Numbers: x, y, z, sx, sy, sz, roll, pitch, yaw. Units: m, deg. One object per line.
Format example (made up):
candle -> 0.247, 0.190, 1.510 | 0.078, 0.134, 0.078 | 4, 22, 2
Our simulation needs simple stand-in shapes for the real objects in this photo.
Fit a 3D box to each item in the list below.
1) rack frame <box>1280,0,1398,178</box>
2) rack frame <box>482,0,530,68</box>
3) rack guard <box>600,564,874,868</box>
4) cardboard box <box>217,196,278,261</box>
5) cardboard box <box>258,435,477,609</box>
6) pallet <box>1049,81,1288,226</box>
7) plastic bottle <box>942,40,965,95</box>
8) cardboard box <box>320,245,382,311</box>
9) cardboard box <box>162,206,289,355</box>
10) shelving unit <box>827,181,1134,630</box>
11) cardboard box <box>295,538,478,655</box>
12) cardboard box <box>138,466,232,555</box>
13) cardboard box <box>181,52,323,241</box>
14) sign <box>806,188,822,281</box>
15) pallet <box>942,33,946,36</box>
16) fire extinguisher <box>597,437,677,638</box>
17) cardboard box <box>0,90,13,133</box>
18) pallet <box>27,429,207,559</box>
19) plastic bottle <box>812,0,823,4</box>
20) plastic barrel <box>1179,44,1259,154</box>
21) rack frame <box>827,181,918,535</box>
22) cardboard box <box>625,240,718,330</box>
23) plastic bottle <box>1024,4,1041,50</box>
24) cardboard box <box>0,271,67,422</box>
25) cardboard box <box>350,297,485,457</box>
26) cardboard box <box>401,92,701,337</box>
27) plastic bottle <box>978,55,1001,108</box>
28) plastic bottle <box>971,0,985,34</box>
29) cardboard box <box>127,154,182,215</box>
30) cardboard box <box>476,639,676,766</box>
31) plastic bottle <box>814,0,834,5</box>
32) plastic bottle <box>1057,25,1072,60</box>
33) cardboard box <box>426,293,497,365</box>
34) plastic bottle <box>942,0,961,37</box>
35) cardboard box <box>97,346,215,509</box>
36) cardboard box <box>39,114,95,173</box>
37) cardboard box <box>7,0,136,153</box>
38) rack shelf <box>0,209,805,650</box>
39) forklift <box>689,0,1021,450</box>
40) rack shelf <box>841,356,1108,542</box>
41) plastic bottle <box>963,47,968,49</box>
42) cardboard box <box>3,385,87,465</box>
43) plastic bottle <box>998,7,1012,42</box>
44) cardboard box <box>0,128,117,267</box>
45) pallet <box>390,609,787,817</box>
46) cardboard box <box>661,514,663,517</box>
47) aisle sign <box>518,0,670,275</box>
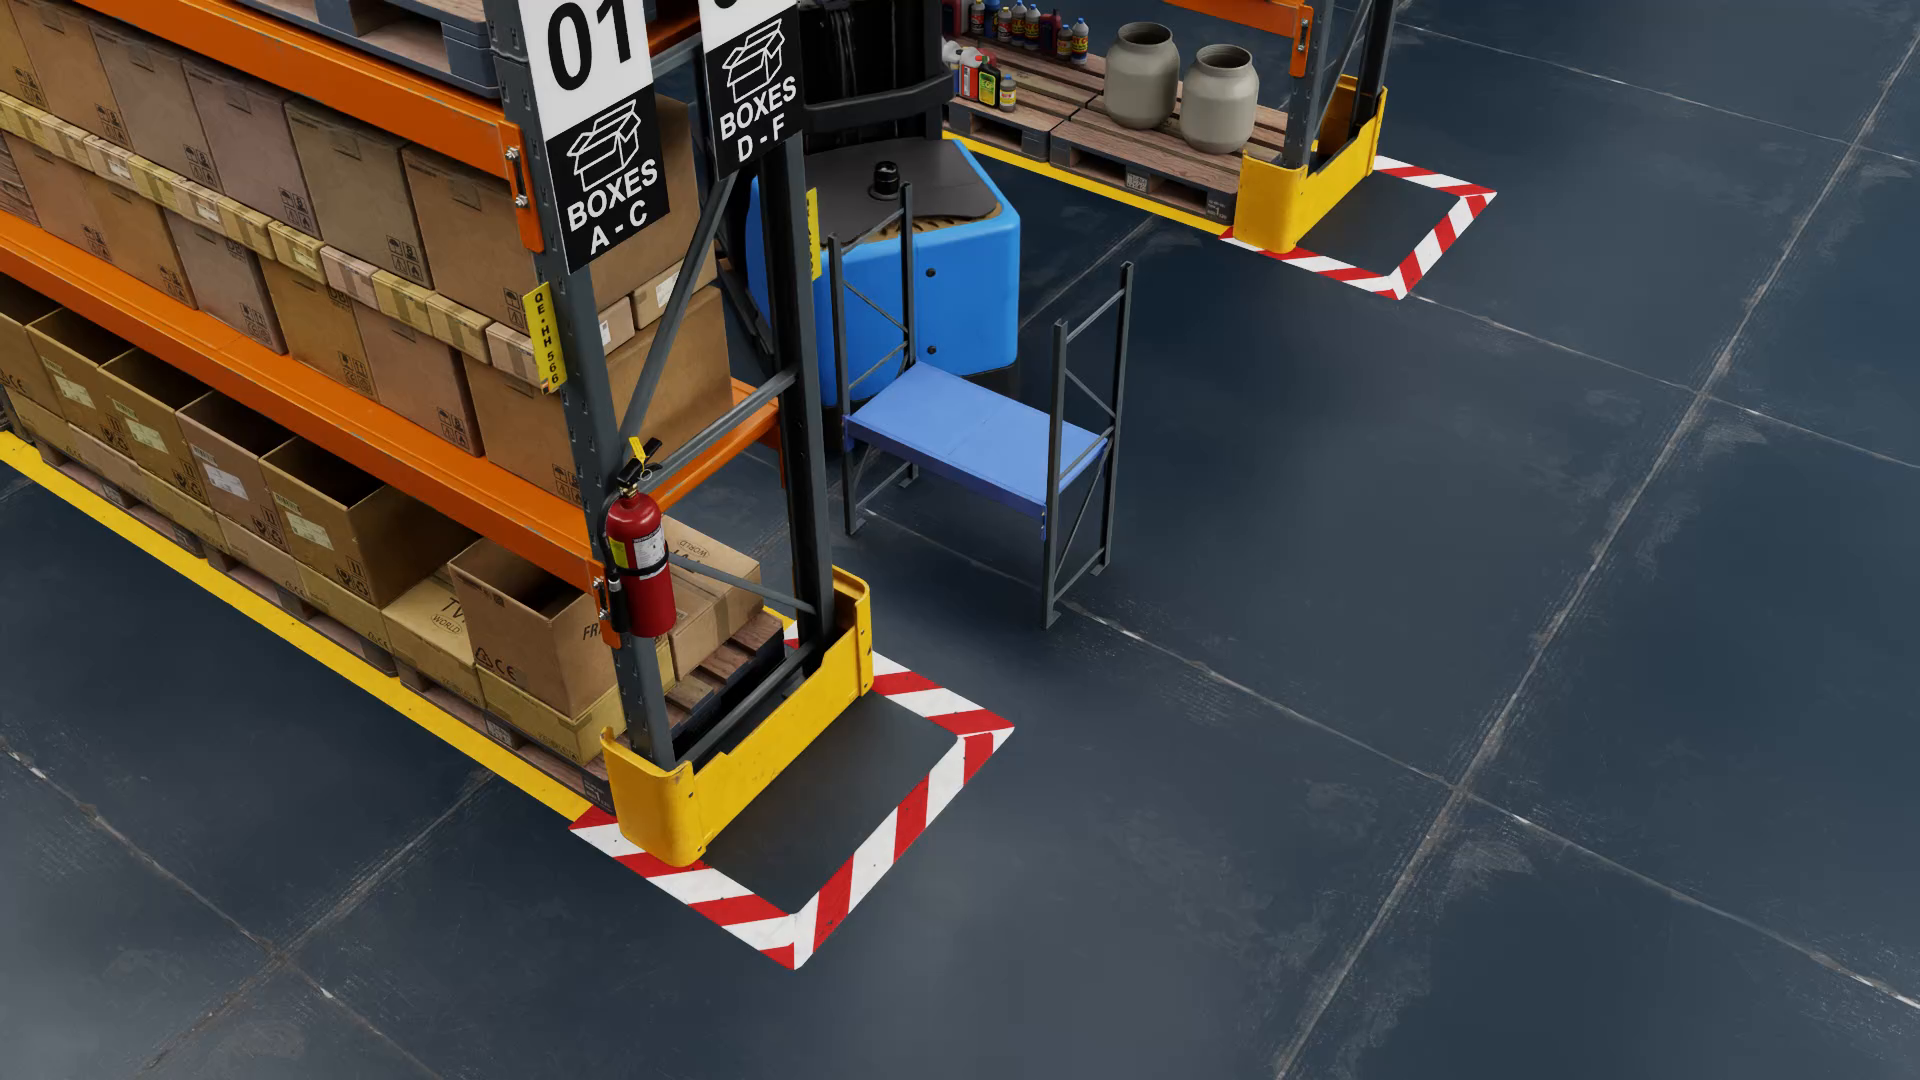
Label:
rack frame -> 2.034, -3.026, 8.383 | 0.127, 3.000, 1.000 | 25, 48, 25
rack frame -> -0.814, -2.559, 3.362 | 0.127, 3.000, 1.000 | 25, 48, 25
rack guard -> -0.794, 0.617, 6.185 | 0.348, 0.500, 1.175 | 25, 48, 25
cardboard box -> -2.297, -1.140, 5.713 | 0.250, 0.149, 0.380 | 26, 48, 26
cardboard box -> -2.251, -0.153, 6.356 | 0.500, 0.500, 0.500 | 25, 48, 25
pallet -> 1.282, -2.305, 9.667 | 1.213, 0.211, 1.003 | 25, 48, 25
plastic bottle -> -0.026, -2.804, 9.847 | 0.135, 0.276, 0.152 | 24, 47, 24
cardboard box -> -1.865, -0.940, 5.489 | 0.250, 0.149, 0.380 | 26, 48, 26
cardboard box -> -2.457, -1.138, 6.197 | 0.500, 0.500, 0.700 | 27, 48, 27
shelving unit -> 0.070, -0.526, 6.713 | 1.048, 1.500, 0.538 | 25, 48, 25
cardboard box -> -2.249, 0.125, 6.608 | 0.500, 0.250, 0.500 | 25, 48, 25
cardboard box -> -3.070, -0.255, 7.033 | 0.500, 0.250, 0.500 | 25, 48, 25
cardboard box -> -2.079, -1.441, 5.563 | 0.500, 0.500, 0.700 | 25, 48, 25
sign -> -0.490, -0.976, 5.383 | 0.005, 0.325, 0.100 | 25, 48, 25
pallet -> -0.715, -3.239, 10.711 | 1.213, 0.211, 1.003 | 25, 48, 25
fire extinguisher -> -0.983, 0.004, 5.054 | 0.183, 0.674, 0.296 | 25, 48, 25
cardboard box -> -3.562, -1.732, 6.374 | 0.250, 0.149, 0.380 | 24, 47, 24
pallet -> -3.461, -0.489, 7.638 | 1.213, 0.211, 1.003 | 25, 48, 25
plastic bottle -> -0.891, -3.298, 10.393 | 0.133, 0.283, 0.061 | 25, 48, 25
plastic barrel -> 1.451, -2.466, 9.307 | 0.421, 0.512, 0.421 | 0, 42, 0
rack frame -> -0.346, -0.721, 6.931 | 0.032, 1.500, 0.500 | 25, 48, 25
cardboard box -> -1.011, -0.870, 5.412 | 0.250, 0.149, 0.380 | 25, 47, 25
plastic bottle -> 0.448, -3.169, 10.258 | 0.097, 0.271, 0.097 | 0, 42, 0
cardboard box -> -3.889, -0.918, 7.211 | 0.500, 0.500, 0.500 | 25, 48, 25
cardboard box -> -1.621, -0.745, 5.758 | 0.500, 0.500, 0.700 | 26, 48, 26
cardboard box -> -1.232, -1.050, 5.126 | 0.500, 0.500, 0.700 | 25, 48, 25
plastic bottle -> 0.172, -2.677, 9.699 | 0.133, 0.283, 0.061 | 26, 48, 26
plastic bottle -> 0.116, -3.298, 10.455 | 0.097, 0.201, 0.097 | 0, 42, 0
cardboard box -> -2.709, -1.334, 5.930 | 0.250, 0.149, 0.380 | 25, 47, 25
cardboard box -> -1.422, 0.501, 6.188 | 0.500, 0.250, 0.500 | 25, 48, 25
plastic bottle -> -0.819, -3.199, 10.232 | 0.185, 0.351, 0.144 | 26, 48, 26
plastic bottle -> 0.643, -3.052, 10.179 | 0.097, 0.201, 0.097 | 0, 42, 0
cardboard box -> -1.451, -0.744, 5.271 | 0.250, 0.149, 0.380 | 26, 48, 26
plastic bottle -> -0.057, -3.301, 10.396 | 0.133, 0.283, 0.061 | 25, 48, 25
cardboard box -> -3.070, -0.535, 6.783 | 0.500, 0.500, 0.500 | 25, 48, 25
cardboard box -> -3.143, -1.535, 6.155 | 0.250, 0.149, 0.380 | 24, 47, 24
cardboard box -> -2.897, -1.825, 5.992 | 0.500, 0.500, 0.700 | 25, 48, 25
rack shelf -> -2.451, -0.821, 6.458 | 4.000, 0.370, 1.077 | 25, 48, 25
forklift -> -0.720, -2.496, 7.841 | 1.130, 2.935, 3.031 | -14, 44, -15
rack shelf -> 0.070, -0.392, 6.833 | 1.000, 0.185, 0.538 | 25, 48, 25
plastic bottle -> 0.030, -2.851, 9.956 | 0.097, 0.201, 0.097 | 0, 42, 0
cardboard box -> -3.883, -0.644, 7.467 | 0.500, 0.250, 0.500 | 25, 48, 25
plastic bottle -> 0.285, -3.219, 10.367 | 0.097, 0.201, 0.097 | 0, 42, 0
cardboard box -> -3.286, -1.528, 6.633 | 0.500, 0.500, 0.700 | 25, 47, 25
pallet -> -1.464, 0.446, 6.594 | 1.213, 0.211, 1.003 | 25, 48, 25
cardboard box -> -1.536, 0.028, 6.716 | 0.500, 0.250, 0.500 | 25, 48, 25
aisle sign -> -0.928, -1.107, 4.288 | 0.004, 0.787, 0.394 | 25, 48, 25
